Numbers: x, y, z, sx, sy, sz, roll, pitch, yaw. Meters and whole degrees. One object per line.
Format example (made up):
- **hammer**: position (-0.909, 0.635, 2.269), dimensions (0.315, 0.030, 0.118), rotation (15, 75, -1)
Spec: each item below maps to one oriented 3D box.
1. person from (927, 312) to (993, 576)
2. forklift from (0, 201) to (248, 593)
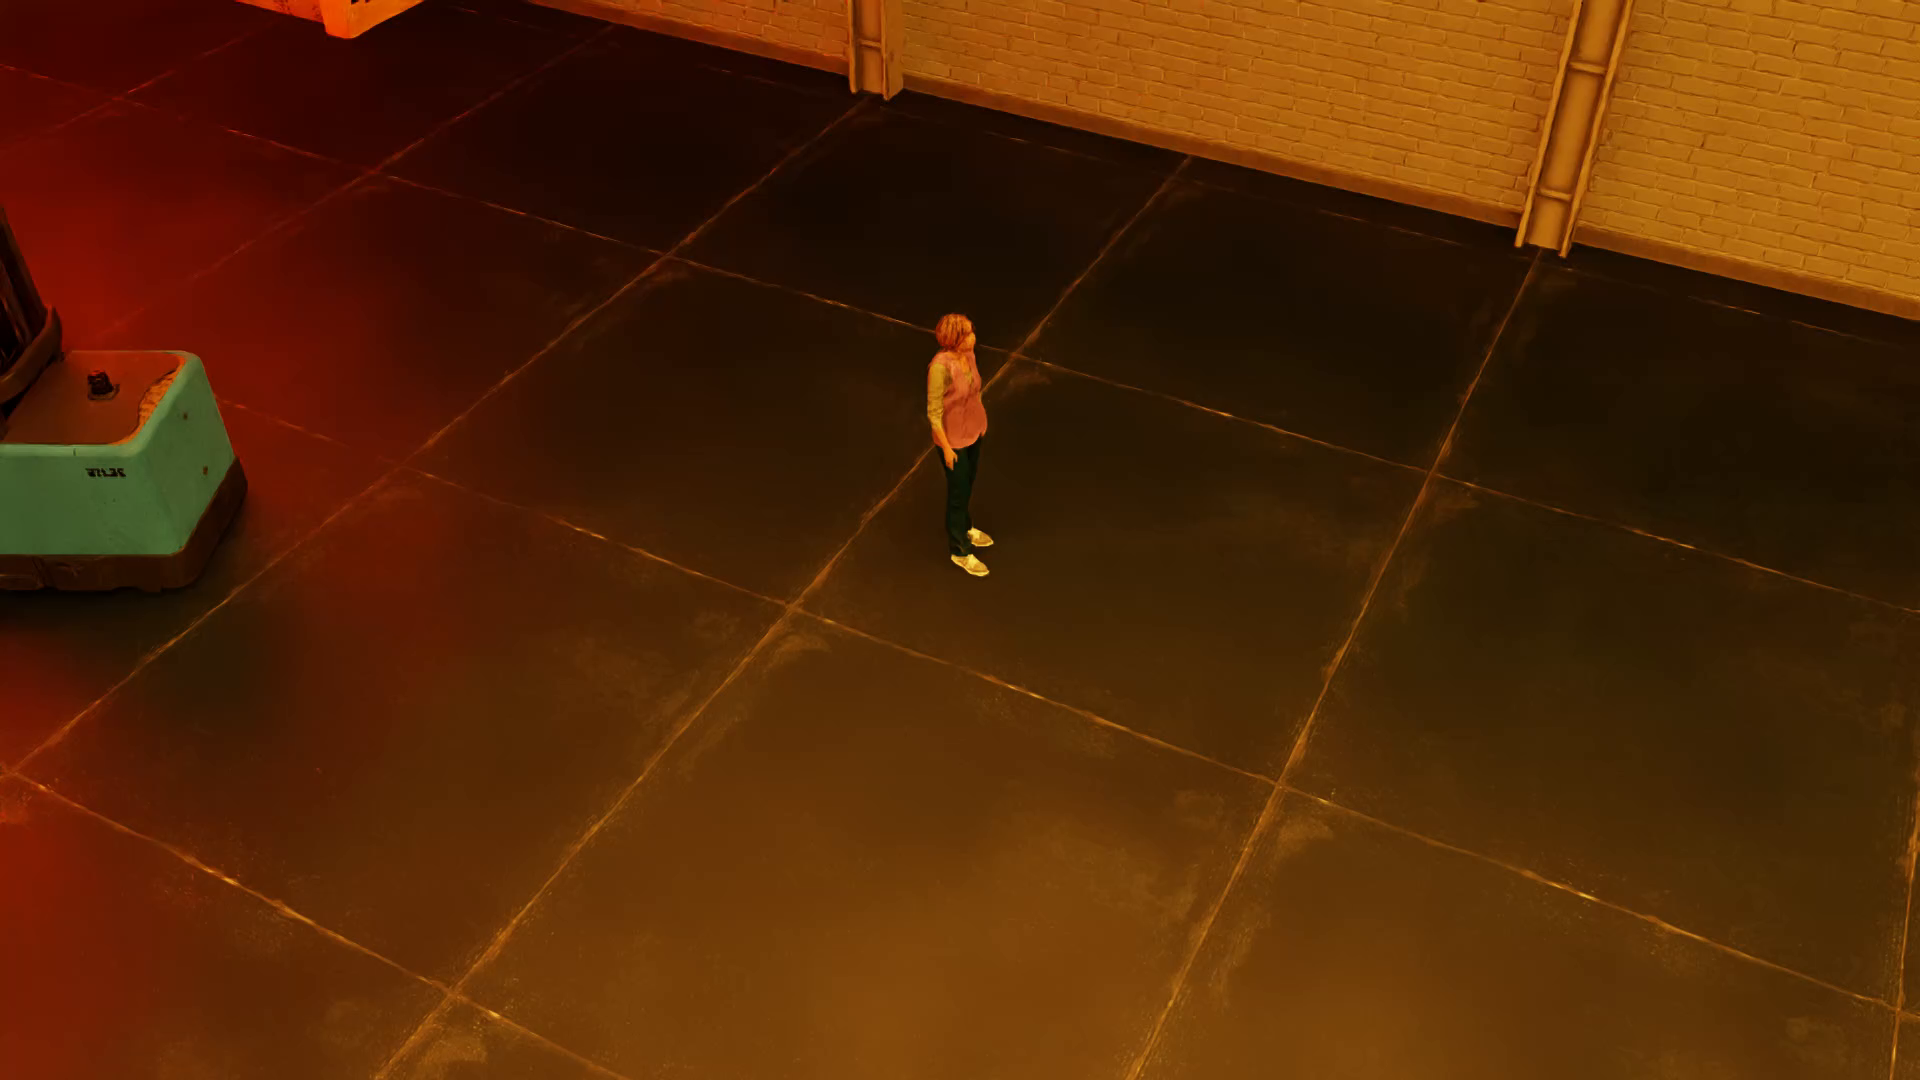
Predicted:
- **person**: position (0.060, -0.586, 9.707), dimensions (0.474, 1.597, 0.520), rotation (18, 43, 21)
- **forklift**: position (-6.038, -1.139, 9.339), dimensions (3.031, 2.935, 1.130), rotation (1, 40, 1)
